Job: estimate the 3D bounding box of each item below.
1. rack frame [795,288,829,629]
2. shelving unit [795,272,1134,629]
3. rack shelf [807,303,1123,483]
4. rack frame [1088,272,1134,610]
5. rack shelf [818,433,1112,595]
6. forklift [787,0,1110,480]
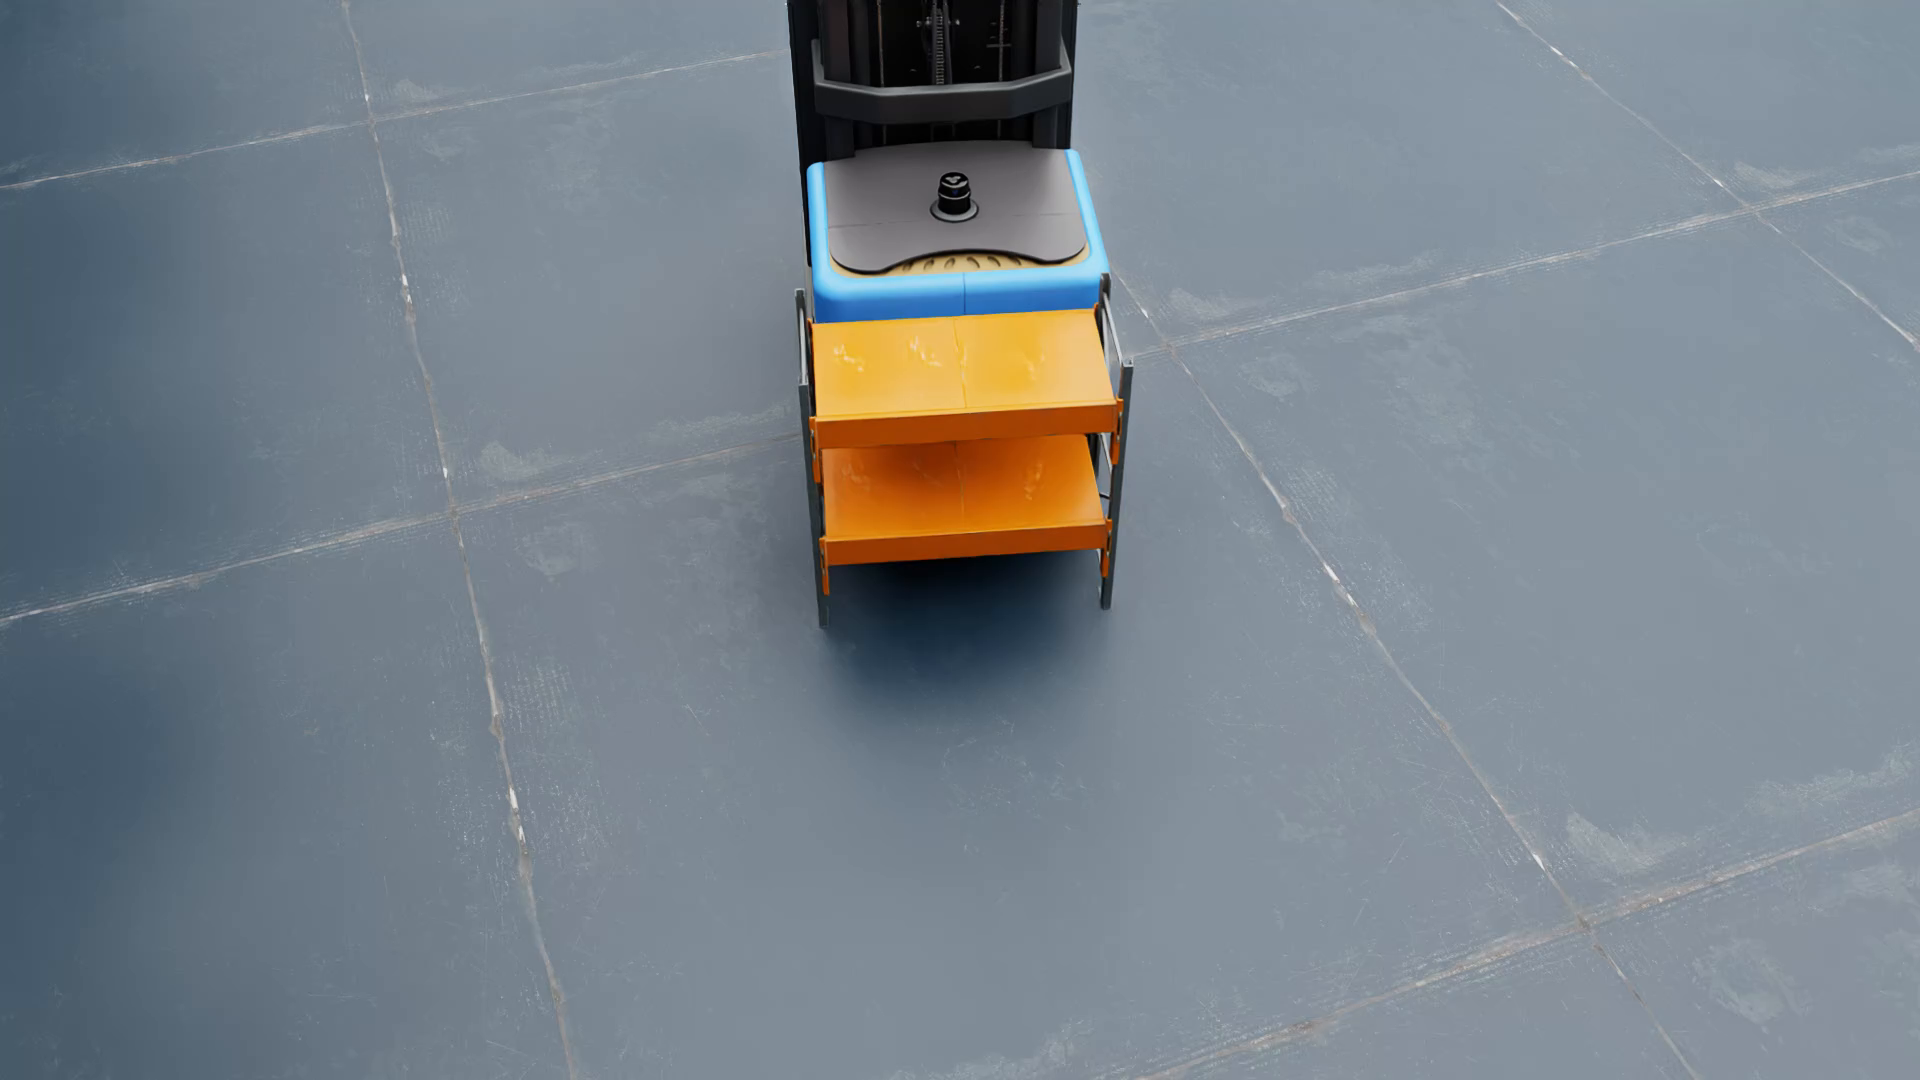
[{"bbox_3d":[-0.507,-0.258,5.713,0.032,1.125,0.500,-4,45,-4],"label":"rack frame"},{"bbox_3d":[0.000,-0.290,5.745,1.048,1.125,0.538,-4,45,-4],"label":"shelving unit"},{"bbox_3d":[0.000,-0.496,5.537,1.000,0.278,0.538,-4,45,-4],"label":"rack shelf"},{"bbox_3d":[0.506,-0.322,5.777,0.032,1.125,0.500,-4,45,-4],"label":"rack frame"},{"bbox_3d":[0.000,-0.117,5.918,1.000,0.278,0.538,-4,45,-4],"label":"rack shelf"},{"bbox_3d":[-0.127,-2.204,6.377,1.130,2.935,3.031,-4,45,-4],"label":"forklift"}]
